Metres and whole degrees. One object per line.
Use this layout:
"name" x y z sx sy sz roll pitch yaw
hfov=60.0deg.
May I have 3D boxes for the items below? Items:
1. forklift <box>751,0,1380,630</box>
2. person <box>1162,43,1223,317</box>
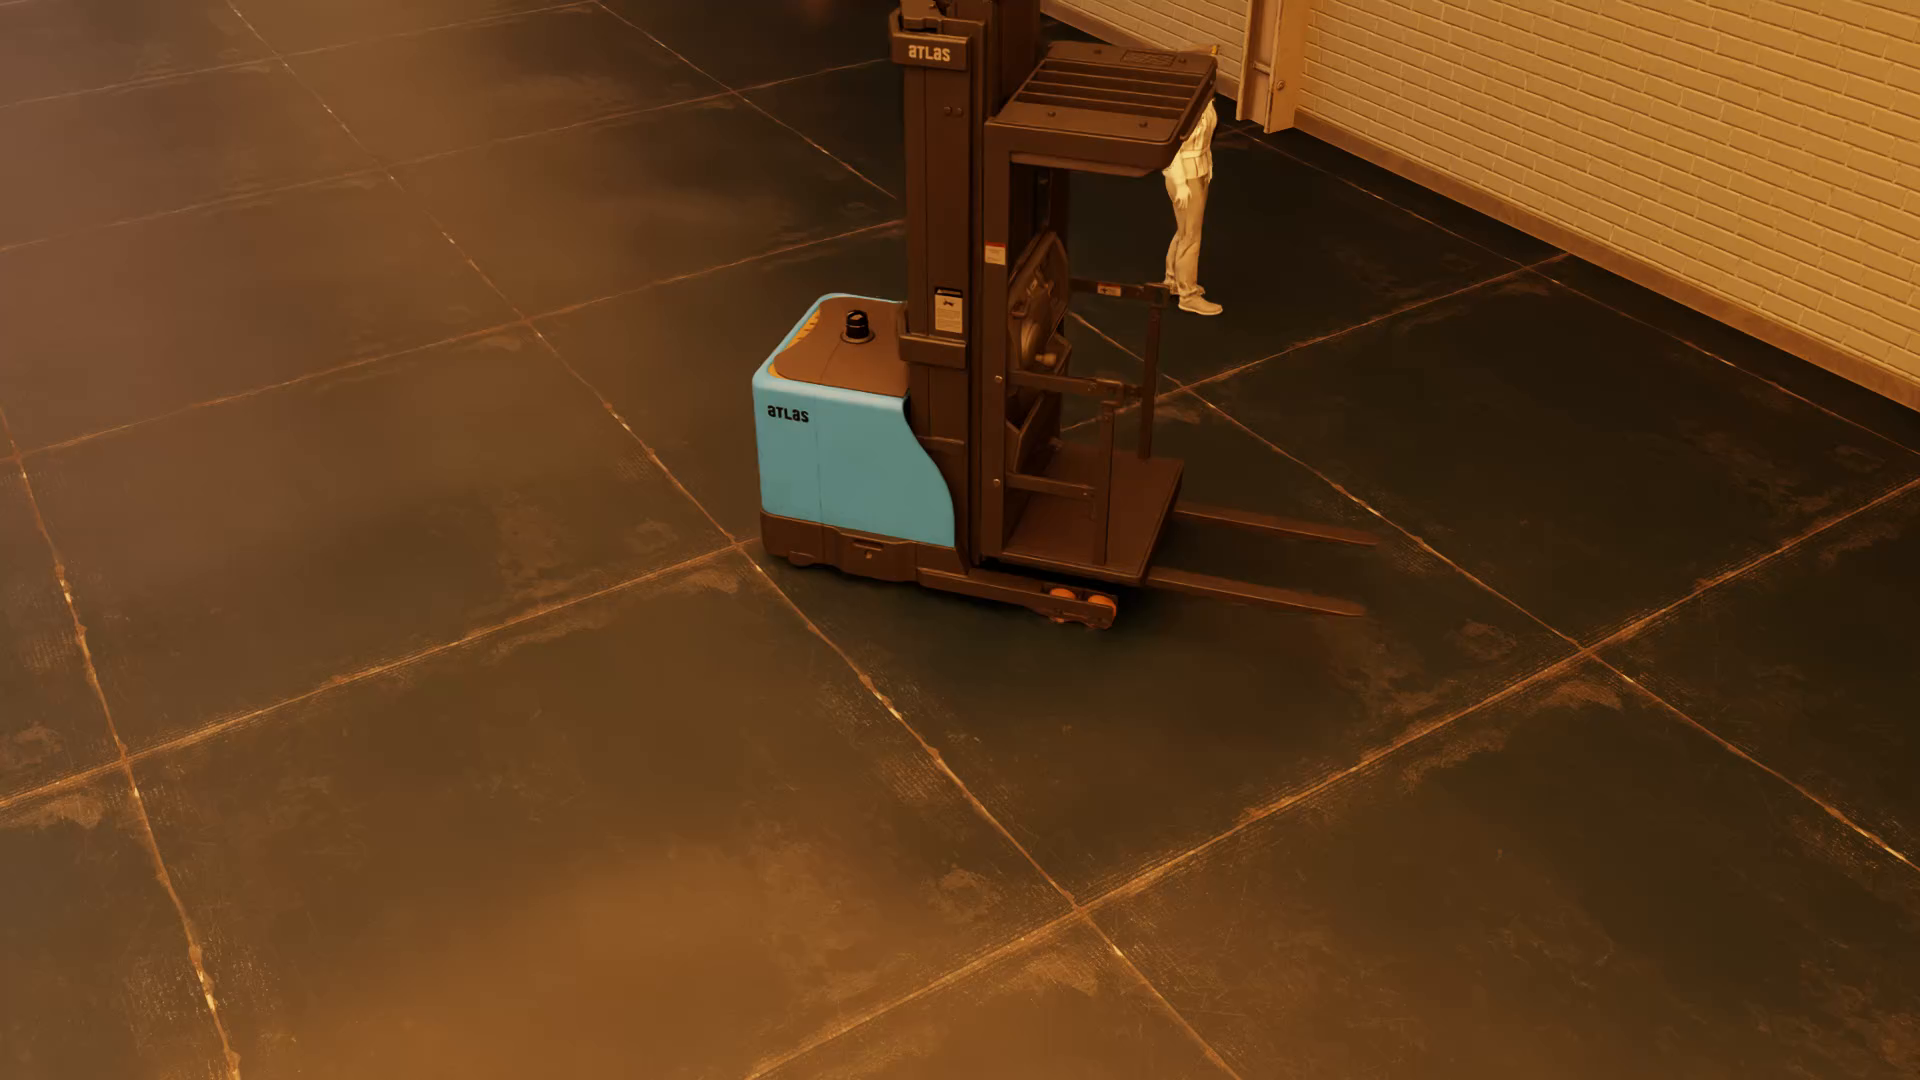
"forklift" 0.557 -1.107 7.723 3.031 2.935 1.130 10 36 14
"person" 1.519 -2.281 10.481 0.482 1.685 0.616 11 36 15
